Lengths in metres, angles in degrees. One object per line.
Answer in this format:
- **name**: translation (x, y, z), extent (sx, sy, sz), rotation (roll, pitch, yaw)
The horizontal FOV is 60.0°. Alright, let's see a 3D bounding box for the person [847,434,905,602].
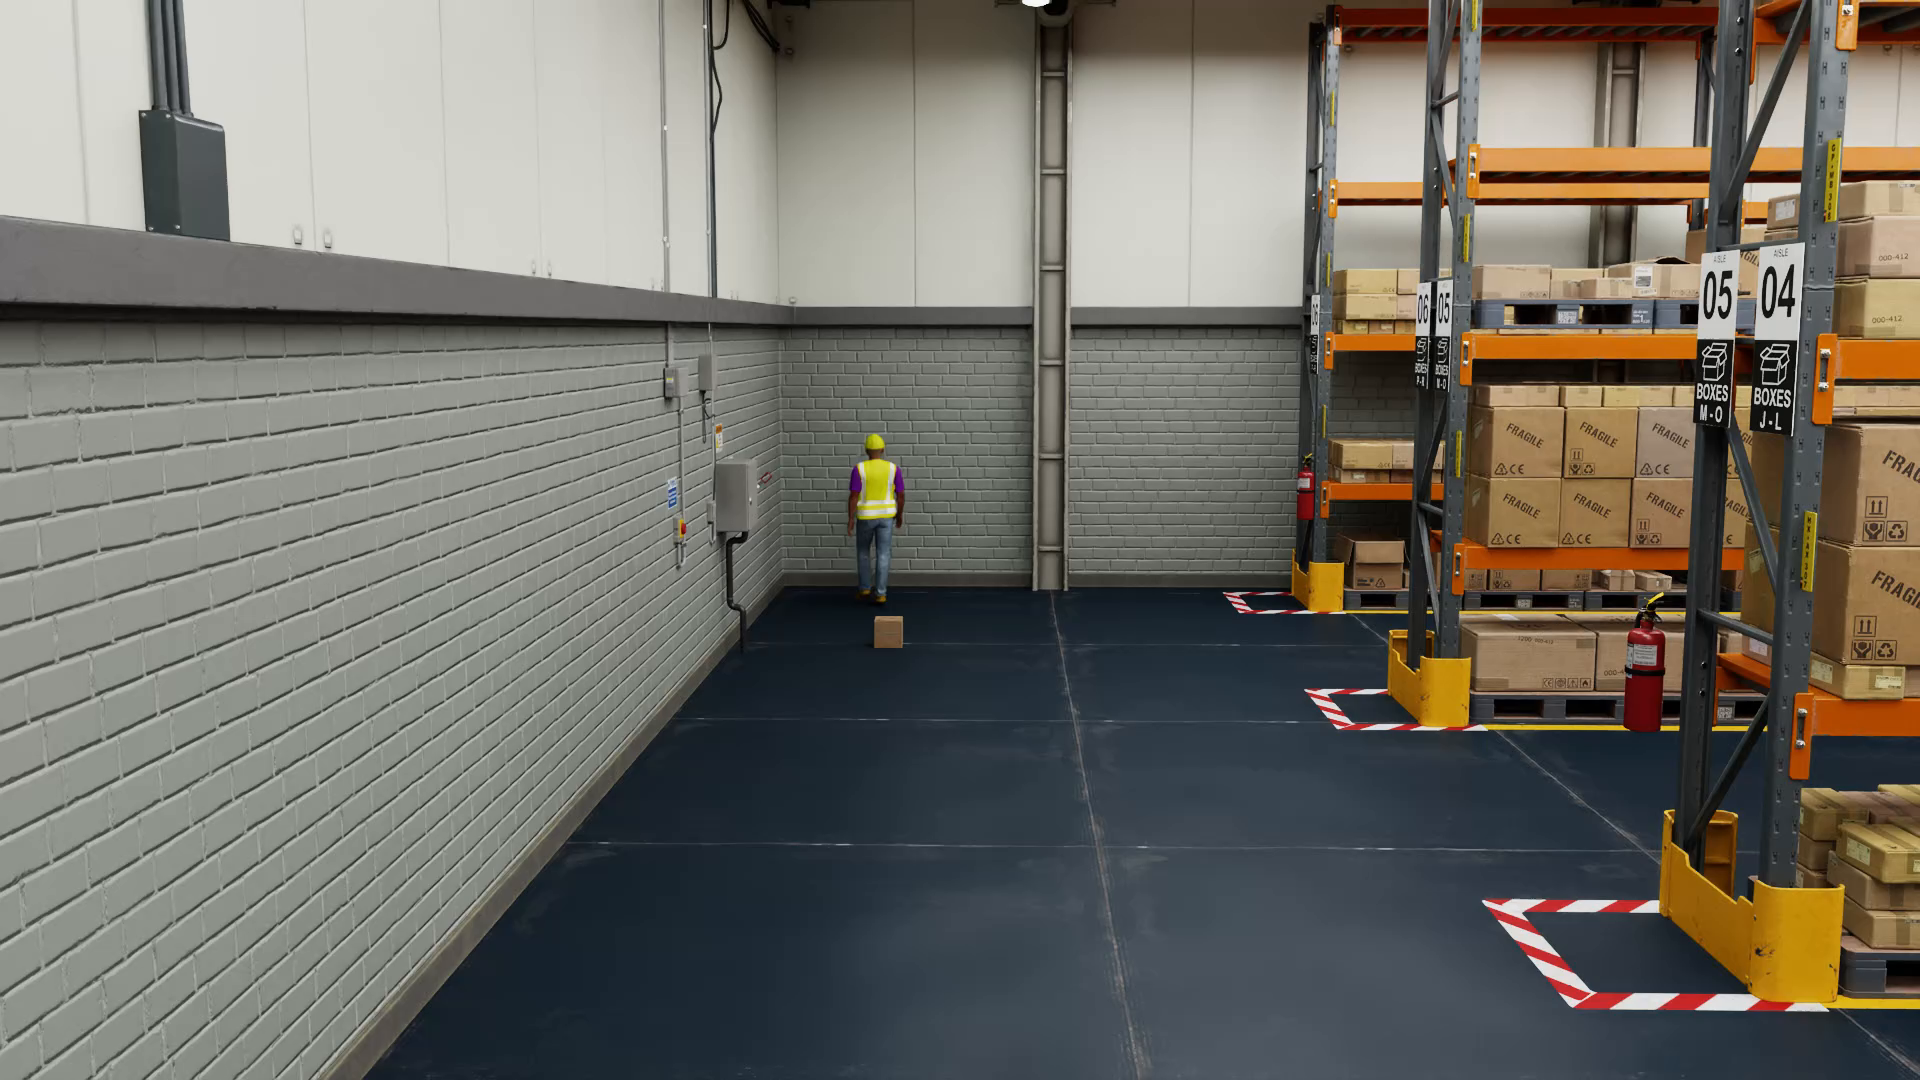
- **person**: translation (-0.889, -0.218, 17.451), extent (0.615, 1.802, 0.758), rotation (-1, 7, -7)
